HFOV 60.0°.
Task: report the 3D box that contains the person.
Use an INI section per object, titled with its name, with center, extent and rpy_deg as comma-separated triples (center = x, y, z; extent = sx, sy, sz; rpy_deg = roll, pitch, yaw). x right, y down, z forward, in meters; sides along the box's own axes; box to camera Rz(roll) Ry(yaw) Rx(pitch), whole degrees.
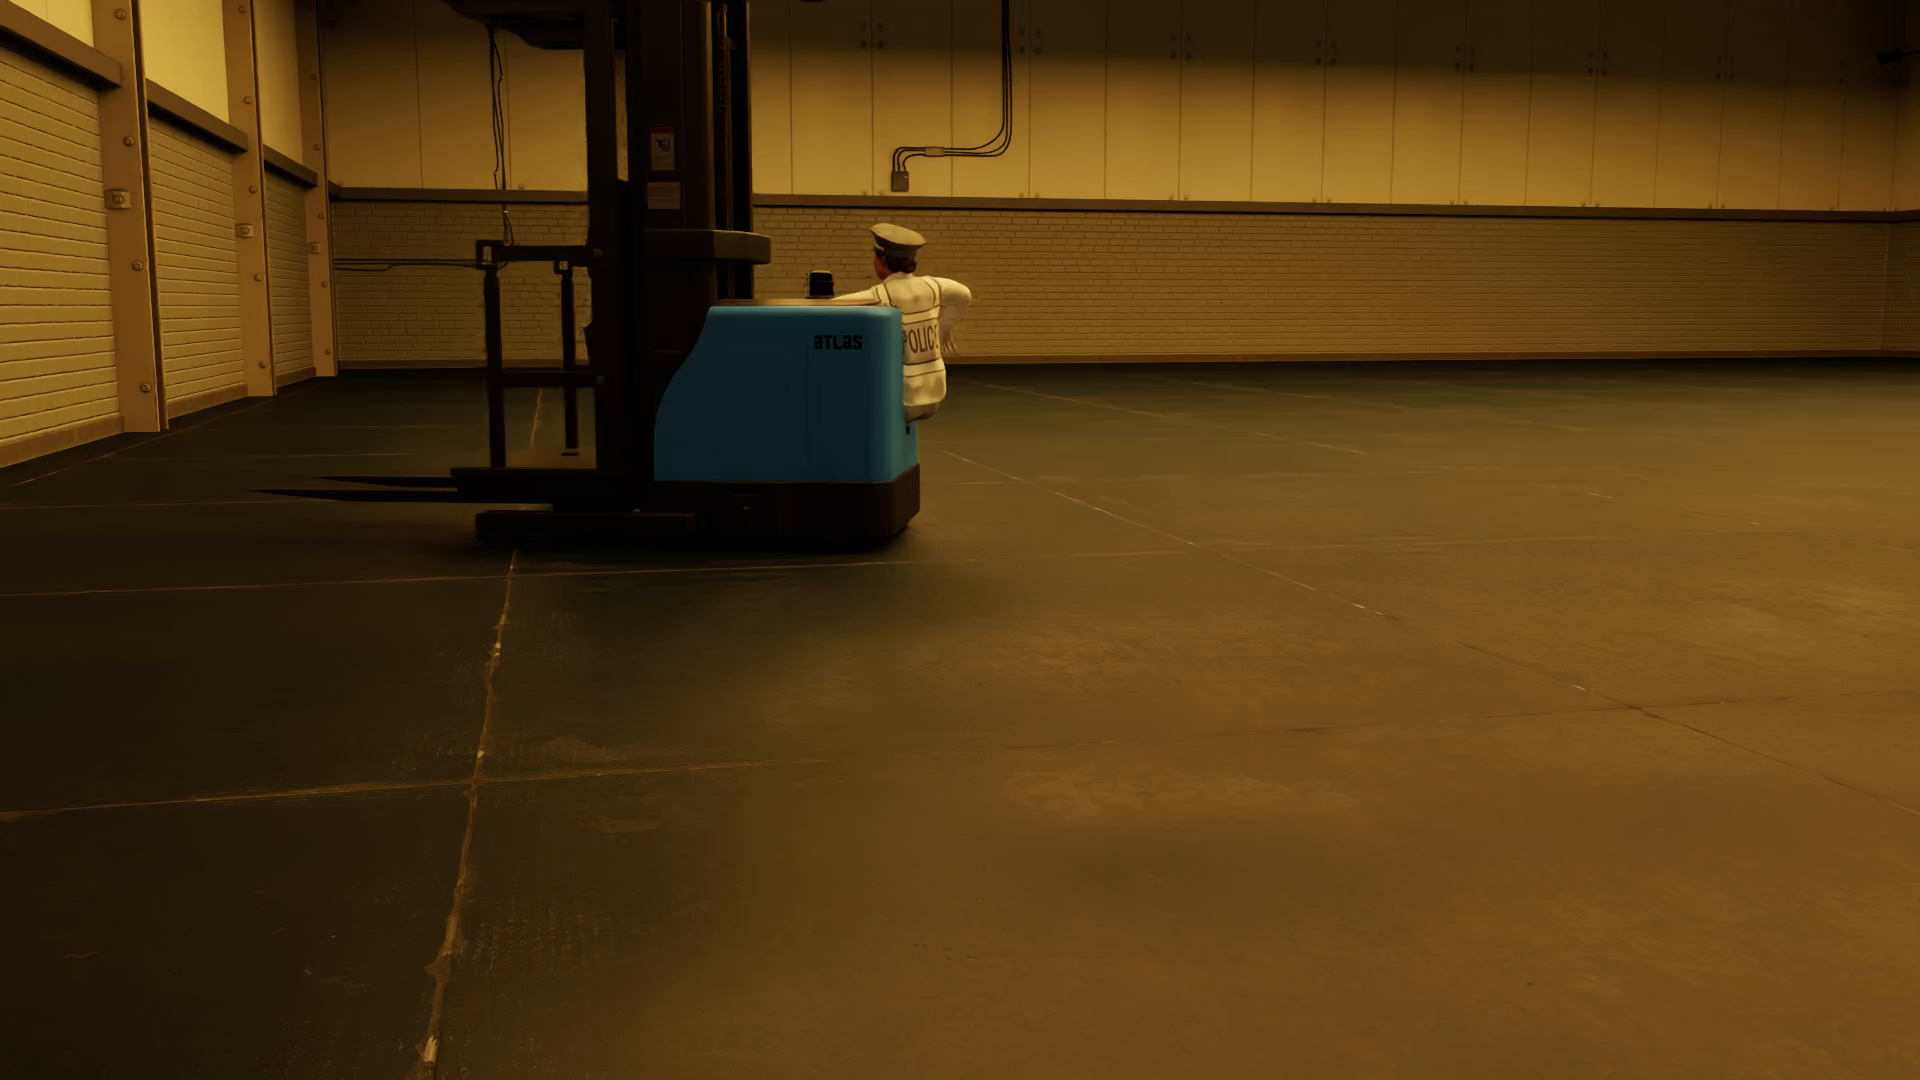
[person]
center = -0.426, -0.776, 7.982
extent = 0.798, 1.453, 0.984
rpy_deg = 7, 11, 42

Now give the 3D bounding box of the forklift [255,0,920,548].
[forklift]
center = -1.749, -1.486, 7.747
extent = 3.031, 2.935, 1.130
rpy_deg = 1, 8, 6
